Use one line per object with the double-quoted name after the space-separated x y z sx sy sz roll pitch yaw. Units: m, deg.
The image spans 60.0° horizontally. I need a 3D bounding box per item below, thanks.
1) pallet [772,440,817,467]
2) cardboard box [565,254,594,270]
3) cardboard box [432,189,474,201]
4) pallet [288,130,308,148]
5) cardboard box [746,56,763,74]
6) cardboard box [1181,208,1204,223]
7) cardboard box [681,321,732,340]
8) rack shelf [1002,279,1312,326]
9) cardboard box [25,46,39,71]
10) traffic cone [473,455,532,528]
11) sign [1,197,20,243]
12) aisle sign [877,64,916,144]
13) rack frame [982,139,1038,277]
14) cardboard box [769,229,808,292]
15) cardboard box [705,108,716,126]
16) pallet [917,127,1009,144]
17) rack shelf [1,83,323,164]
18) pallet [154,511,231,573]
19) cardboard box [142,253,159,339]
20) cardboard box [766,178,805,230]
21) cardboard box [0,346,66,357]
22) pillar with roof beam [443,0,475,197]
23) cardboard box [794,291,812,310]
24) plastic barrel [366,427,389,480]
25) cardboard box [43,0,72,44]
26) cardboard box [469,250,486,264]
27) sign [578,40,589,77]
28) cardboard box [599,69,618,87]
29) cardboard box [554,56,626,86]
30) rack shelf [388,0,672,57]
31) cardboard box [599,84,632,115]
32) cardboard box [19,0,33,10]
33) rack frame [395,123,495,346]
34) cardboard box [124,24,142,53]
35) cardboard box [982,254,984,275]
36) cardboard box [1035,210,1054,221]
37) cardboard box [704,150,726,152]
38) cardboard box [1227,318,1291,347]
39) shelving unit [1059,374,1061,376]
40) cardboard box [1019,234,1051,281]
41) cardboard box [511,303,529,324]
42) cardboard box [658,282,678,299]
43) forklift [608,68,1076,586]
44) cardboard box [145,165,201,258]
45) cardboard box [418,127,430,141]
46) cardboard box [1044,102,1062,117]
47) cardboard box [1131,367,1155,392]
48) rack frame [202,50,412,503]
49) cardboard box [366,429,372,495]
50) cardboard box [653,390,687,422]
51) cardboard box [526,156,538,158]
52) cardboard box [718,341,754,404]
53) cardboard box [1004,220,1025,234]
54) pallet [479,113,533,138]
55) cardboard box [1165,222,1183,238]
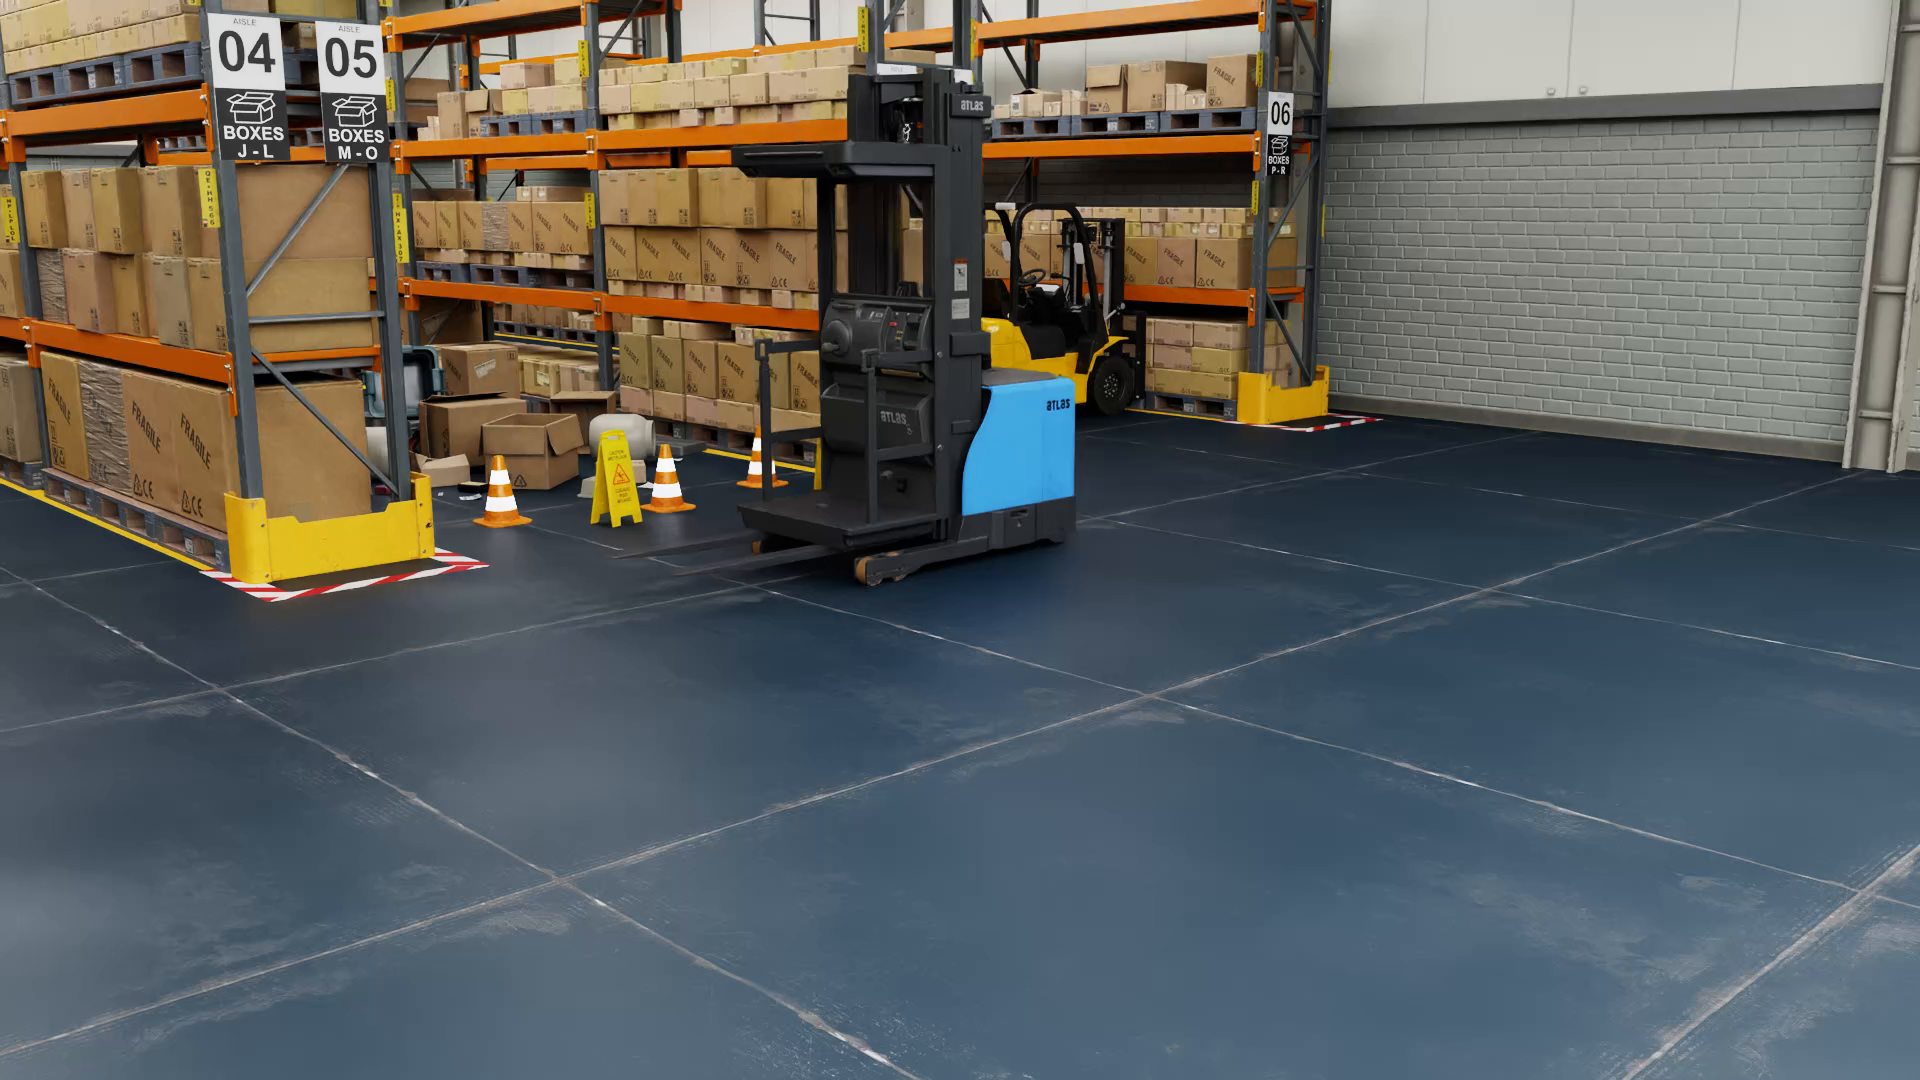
-0.904 -0.791 14.226 1.003 0.211 1.213 -11 16 -43 "pallet"
-3.633 -2.725 16.286 0.380 0.149 0.250 -11 16 -42 "cardboard box"
-6.004 -3.834 19.363 0.500 0.500 0.500 11 16 43 "cardboard box"
-7.934 -5.022 20.893 1.217 0.209 0.805 11 16 43 "pallet"
-1.566 -3.967 13.947 0.250 0.149 0.380 11 16 44 "cardboard box"
2.479 -3.316 16.978 0.380 0.149 0.250 -10 16 -41 "cardboard box"
-2.279 -1.886 14.938 0.380 0.149 0.250 -10 15 -39 "cardboard box"
1.890 -2.654 18.141 1.077 0.370 4.000 -11 16 -43 "rack shelf"
-6.232 -3.327 11.528 0.380 0.149 0.250 -11 16 -43 "cardboard box"
-3.166 -0.350 11.465 0.336 0.463 0.334 -11 16 -43 "traffic cone"
-6.974 -2.352 12.223 0.100 0.325 0.005 -11 16 -43 "sign"
-0.483 -3.246 12.789 0.394 0.787 0.004 -11 16 -43 "aisle sign"
0.509 -3.298 19.485 1.000 3.000 0.127 -11 16 -43 "rack frame"
-1.232 -2.331 13.808 0.500 0.500 0.500 -11 16 -42 "cardboard box"
-1.974 -3.647 14.366 0.380 0.149 0.250 -11 16 -42 "cardboard box"
-0.109 -4.800 19.818 1.217 0.209 0.805 11 16 43 "pallet"
-5.207 -2.726 11.059 1.077 0.370 4.000 -11 16 -43 "rack shelf"
-4.435 -0.057 10.667 1.003 0.211 1.213 -11 16 -43 "pallet"
-4.807 -1.615 10.946 0.875 0.550 0.550 -11 16 -43 "cardboard box"
-1.171 -2.825 13.729 0.700 0.500 0.500 -11 16 -42 "cardboard box"
-7.746 -1.224 13.955 1.050 0.750 0.750 -11 16 -43 "cardboard box"
-12.102 -7.907 26.988 9.100 9.000 0.400 -11 16 -43 "pillar with roof beam"
-1.146 -1.986 13.738 0.380 0.149 0.250 -11 16 -44 "cardboard box"
-4.696 -0.688 13.200 0.512 0.421 0.421 -1 12 -4 "plastic barrel"
-5.755 -3.440 11.086 0.500 0.250 0.500 -11 16 -43 "cardboard box"
-5.026 -3.039 17.811 0.380 0.149 0.250 -10 15 -39 "cardboard box"
-3.477 -4.443 15.353 0.100 0.325 0.005 -11 16 -43 "sign"
-3.097 -4.251 15.324 0.380 0.149 0.250 -11 16 -44 "cardboard box"
-3.571 -4.519 16.069 0.500 0.250 0.500 -10 16 -41 "cardboard box"
-4.459 -5.288 17.050 1.077 0.370 4.000 -11 16 -43 "rack shelf"
-2.972 -4.045 15.311 0.500 0.250 0.500 -11 16 -44 "cardboard box"
-6.231 -3.718 11.448 0.380 0.149 0.250 -11 16 -43 "cardboard box"
-5.841 -3.189 18.959 1.000 3.000 0.127 -11 16 -43 "rack frame"
-4.826 -3.031 10.089 0.380 0.149 0.250 -11 16 -42 "cardboard box"
-0.028 -3.262 19.680 0.500 0.250 0.500 -10 16 -41 "cardboard box"
1.047 -3.609 18.403 0.380 0.149 0.250 -10 16 -41 "cardboard box"
-3.131 -5.392 22.586 0.500 0.250 0.500 -11 16 -42 "cardboard box"
3.076 -2.159 17.254 0.500 0.250 0.500 -11 16 -43 "cardboard box"
0.516 -0.597 11.207 0.215 1.050 0.252 -11 16 -43 "shelving unit"
0.998 -3.172 18.626 0.500 0.500 0.500 -11 16 -42 "cardboard box"
-6.862 -3.798 27.066 0.700 0.500 0.500 -10 15 -40 "cardboard box"
-2.530 -2.287 15.200 0.380 0.149 0.250 -10 15 -41 "cardboard box"
-0.659 -1.289 9.903 3.031 2.935 1.130 -11 16 -43 "forklift"
-4.501 -2.047 10.364 0.875 0.550 0.550 -11 16 -43 "cardboard box"
-5.746 -4.466 18.343 0.380 0.149 0.250 -11 16 -43 "cardboard box"
1.130 -4.679 18.088 0.380 0.149 0.250 -10 15 -41 "cardboard box"
2.043 -1.746 17.725 0.500 0.250 0.500 -11 16 -42 "cardboard box"
-3.826 -1.317 9.872 1.000 3.000 0.127 -11 16 -43 "rack frame"
-4.774 -0.595 12.552 0.500 0.500 0.500 -8 14 -33 "cardboard box"
-2.489 -1.265 15.389 0.500 0.250 0.500 -10 15 -39 "cardboard box"
-6.562 -6.043 26.000 0.380 0.149 0.250 -10 16 -41 "cardboard box"
-1.764 -1.479 14.572 0.500 0.500 0.500 11 16 44 "cardboard box"
0.719 -3.544 18.824 0.380 0.149 0.250 -10 16 -41 "cardboard box"
-4.146 -4.239 17.084 1.213 0.211 1.003 -11 16 -43 "pallet"
2.334 -3.210 17.202 0.380 0.149 0.250 -11 16 -43 "cardboard box"
